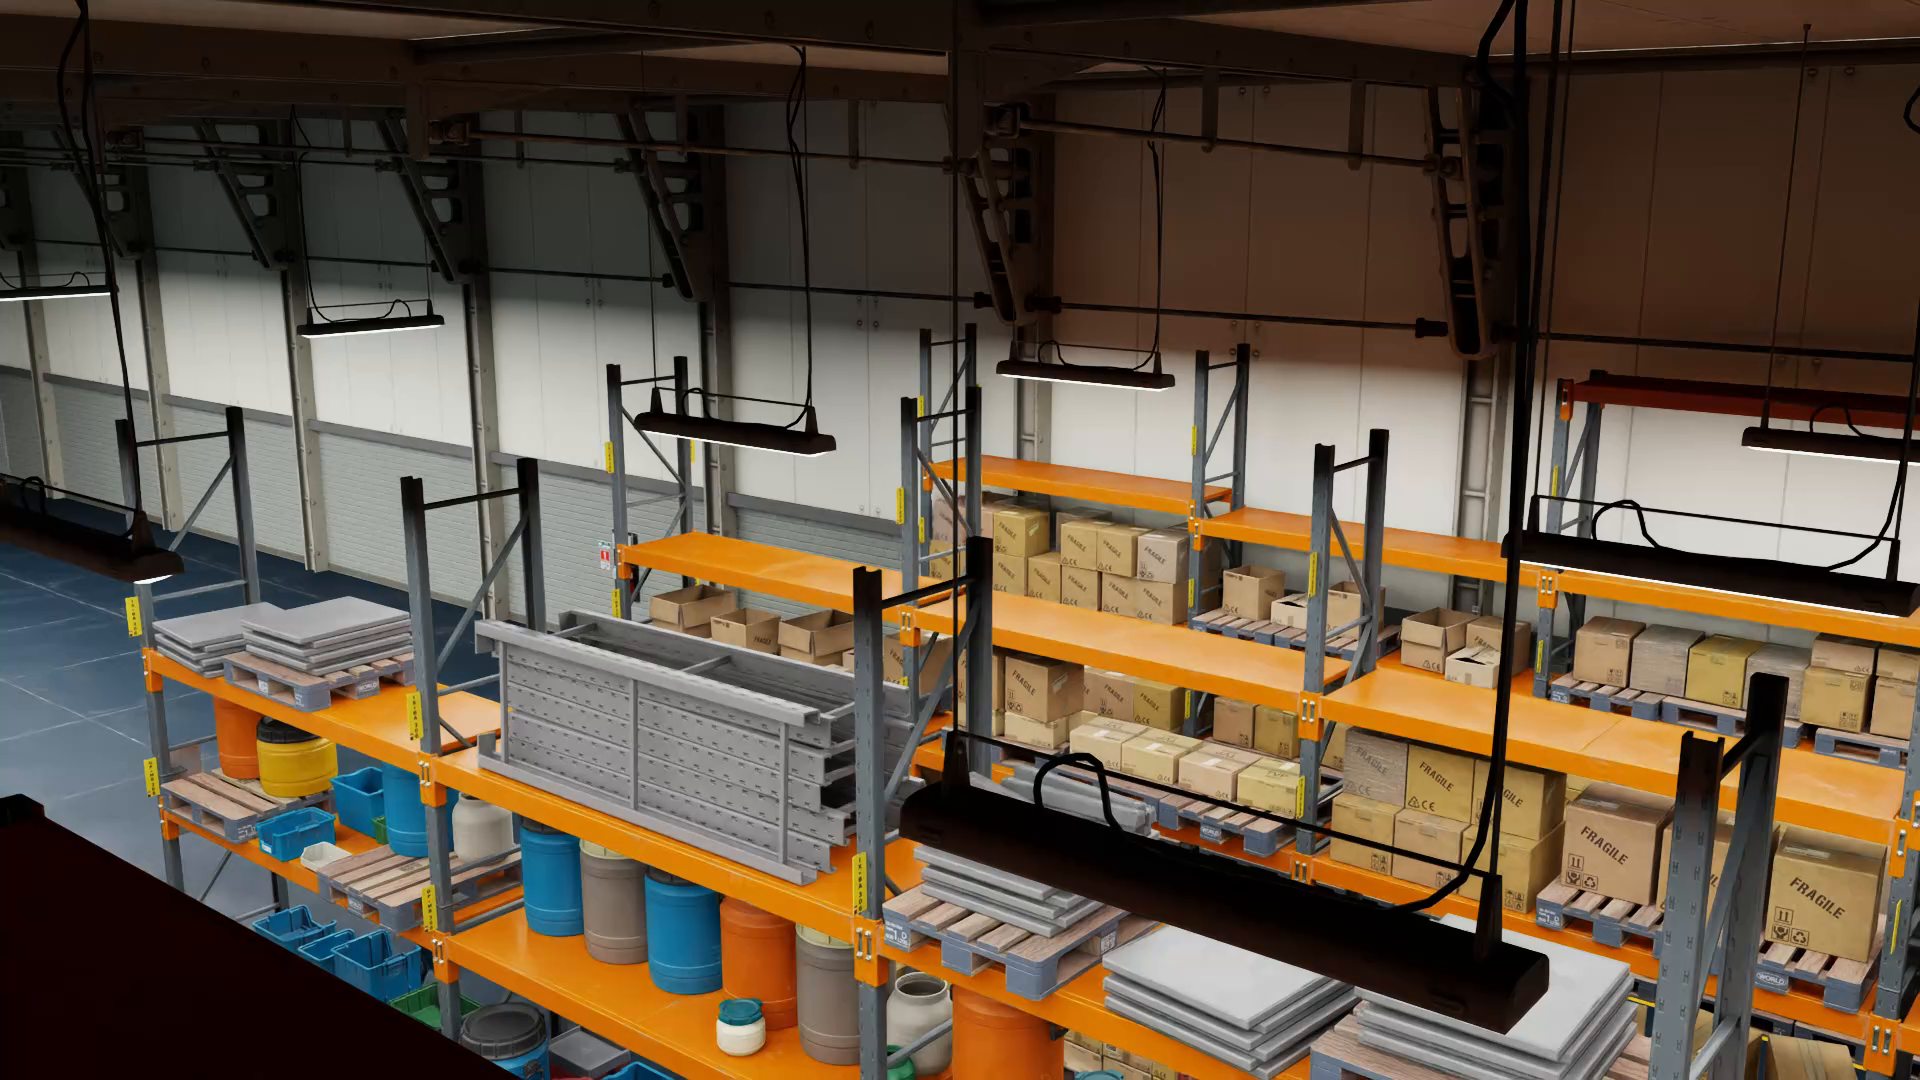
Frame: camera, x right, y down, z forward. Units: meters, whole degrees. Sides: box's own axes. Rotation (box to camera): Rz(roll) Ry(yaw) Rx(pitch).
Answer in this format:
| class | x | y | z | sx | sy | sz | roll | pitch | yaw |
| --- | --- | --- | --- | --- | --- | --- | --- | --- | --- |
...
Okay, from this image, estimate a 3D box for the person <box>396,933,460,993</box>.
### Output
| class | x | y | z | sx | sy | sz | roll | pitch | yaw |
| --- | --- | --- | --- | --- | --- | --- | --- | --- | --- |
| person | -5.155 | 3.765 | 16.002 | 0.951 | 1.531 | 0.433 | 6 | 14 | 26 |
